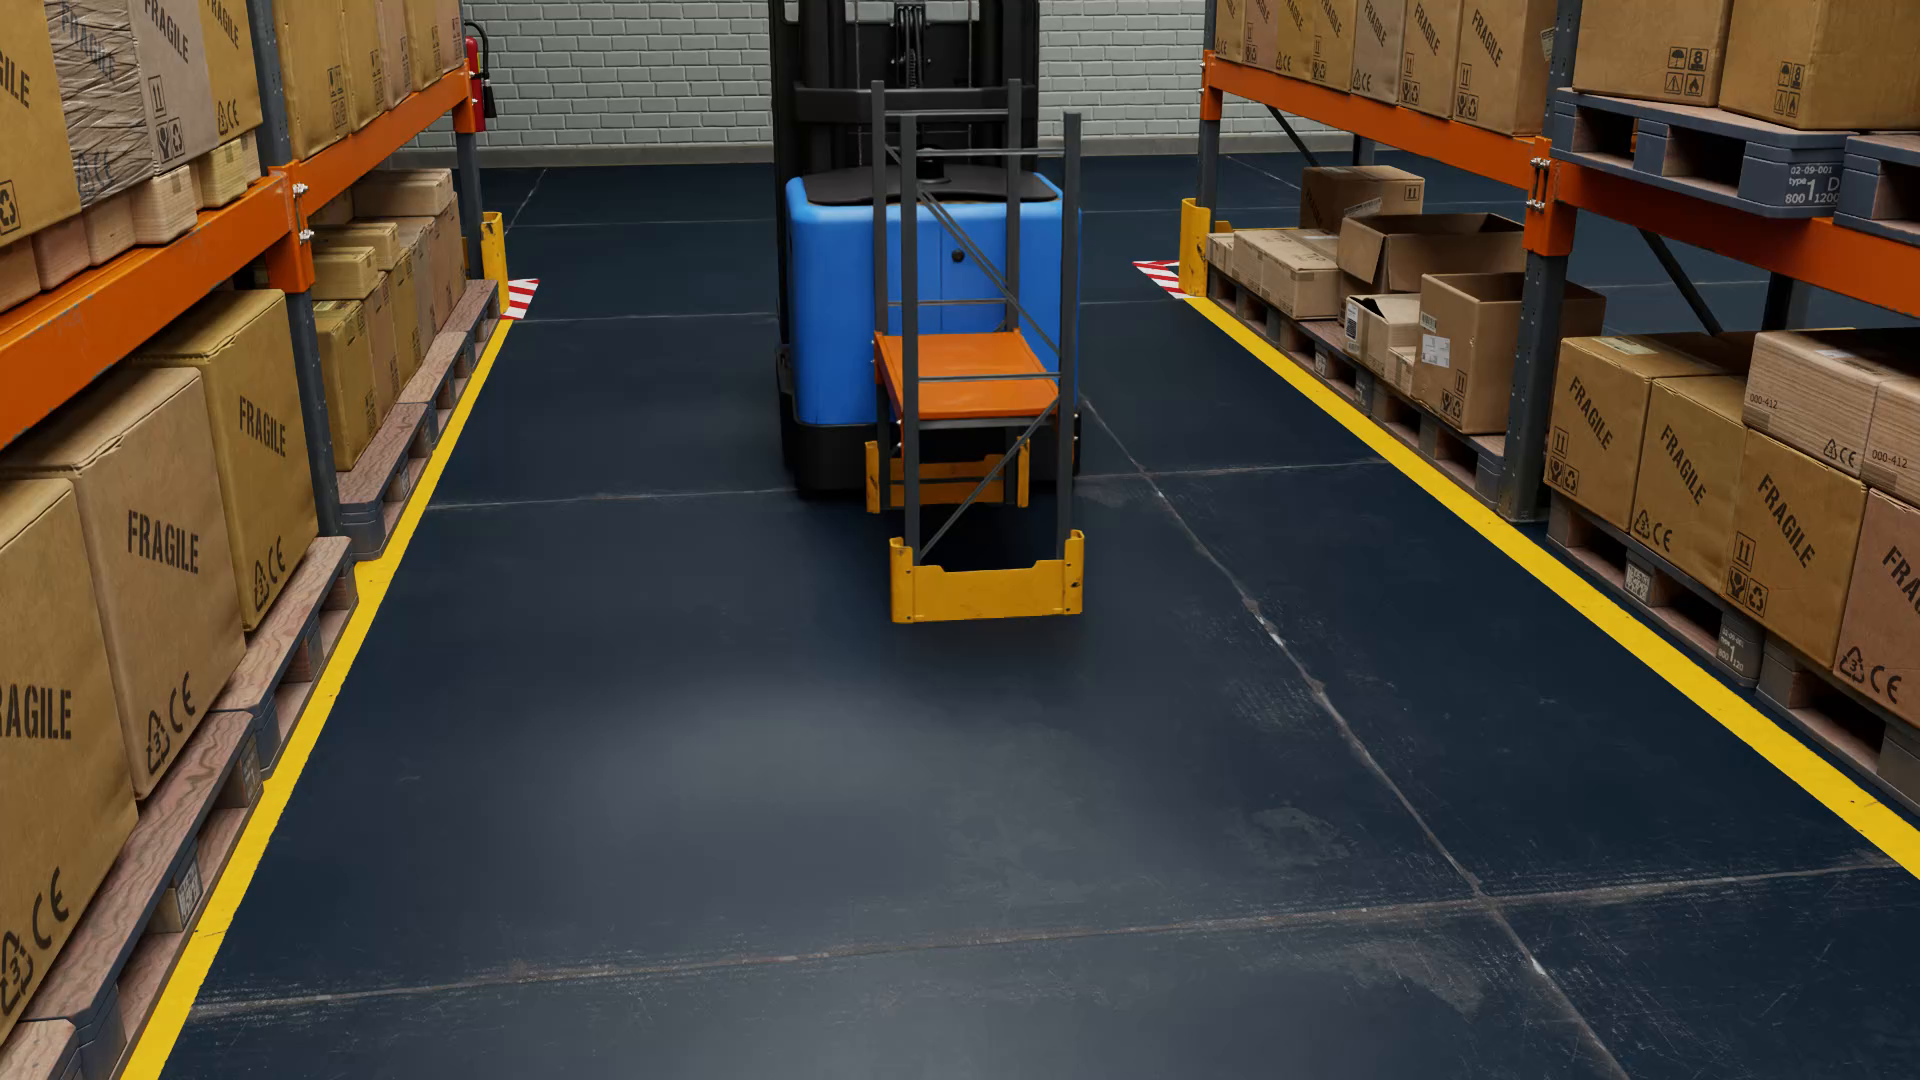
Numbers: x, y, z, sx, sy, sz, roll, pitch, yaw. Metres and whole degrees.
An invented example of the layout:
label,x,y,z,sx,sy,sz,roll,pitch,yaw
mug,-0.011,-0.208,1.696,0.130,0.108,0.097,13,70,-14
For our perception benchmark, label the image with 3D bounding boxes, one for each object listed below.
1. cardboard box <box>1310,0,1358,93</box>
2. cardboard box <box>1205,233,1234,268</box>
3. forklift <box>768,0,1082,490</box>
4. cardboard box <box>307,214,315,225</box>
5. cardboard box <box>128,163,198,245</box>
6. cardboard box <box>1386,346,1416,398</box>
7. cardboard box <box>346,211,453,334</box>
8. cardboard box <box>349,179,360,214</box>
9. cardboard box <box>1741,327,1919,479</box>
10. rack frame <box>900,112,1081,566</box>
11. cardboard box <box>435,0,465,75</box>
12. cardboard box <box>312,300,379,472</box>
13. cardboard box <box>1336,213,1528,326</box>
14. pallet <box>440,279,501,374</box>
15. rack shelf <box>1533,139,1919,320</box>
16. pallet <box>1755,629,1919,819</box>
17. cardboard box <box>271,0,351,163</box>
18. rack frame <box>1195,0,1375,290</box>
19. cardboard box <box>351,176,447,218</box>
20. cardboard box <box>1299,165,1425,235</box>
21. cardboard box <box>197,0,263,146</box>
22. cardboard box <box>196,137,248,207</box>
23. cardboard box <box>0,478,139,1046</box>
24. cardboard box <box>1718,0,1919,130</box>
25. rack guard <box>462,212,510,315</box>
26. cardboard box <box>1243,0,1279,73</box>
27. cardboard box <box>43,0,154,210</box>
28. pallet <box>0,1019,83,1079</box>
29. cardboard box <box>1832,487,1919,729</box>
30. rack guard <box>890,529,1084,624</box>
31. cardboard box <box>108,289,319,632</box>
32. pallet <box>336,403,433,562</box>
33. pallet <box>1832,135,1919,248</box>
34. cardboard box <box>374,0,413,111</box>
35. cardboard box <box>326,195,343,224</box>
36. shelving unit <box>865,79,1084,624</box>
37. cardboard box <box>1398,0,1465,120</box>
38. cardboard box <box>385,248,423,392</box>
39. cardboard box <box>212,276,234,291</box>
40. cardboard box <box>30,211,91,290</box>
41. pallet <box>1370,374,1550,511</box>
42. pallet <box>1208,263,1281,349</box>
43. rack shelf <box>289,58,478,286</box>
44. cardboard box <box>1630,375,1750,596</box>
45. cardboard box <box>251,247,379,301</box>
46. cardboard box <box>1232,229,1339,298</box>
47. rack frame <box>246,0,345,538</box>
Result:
label,x,y,z,sx,sy,sz,roll,pitch,yaw
cardboard box,1.871,-2.242,7.288,0.500,0.500,0.500,-3,21,-7
cardboard box,1.568,-1.595,9.146,0.380,0.149,0.250,-3,21,-8
forklift,-0.255,-2.031,6.964,1.130,2.935,3.031,-3,21,-7
cardboard box,-2.849,-1.235,6.781,0.380,0.149,0.250,-3,21,-9
cardboard box,-1.999,-0.773,3.830,0.380,0.149,0.250,-3,21,-8
cardboard box,1.949,-0.683,6.702,0.380,0.149,0.250,-3,21,-8
cardboard box,-2.781,-1.251,7.751,0.700,0.500,0.500,-3,21,-8
cardboard box,-2.995,-1.586,7.721,0.380,0.149,0.250,-3,21,-8
cardboard box,2.398,-0.363,4.272,0.500,0.250,0.500,-3,21,-8
rack frame,0.084,-0.467,4.824,0.500,1.500,0.032,-3,21,-7
cardboard box,-2.970,-2.600,7.963,0.980,0.700,0.700,-2,21,-5
cardboard box,-2.483,-0.541,5.850,0.700,0.500,0.500,-3,21,-7
cardboard box,2.149,-1.189,7.552,0.797,0.503,0.637,-3,21,-8
pallet,-2.861,-1.057,8.244,1.003,0.211,1.213,-3,21,-8
rack shelf,2.713,-0.473,3.723,1.077,0.370,4.000,-3,21,-8
pallet,2.759,0.507,4.057,1.003,0.211,1.213,-3,21,-8
cardboard box,-2.539,-1.580,5.231,0.980,0.700,0.700,-3,21,-7
rack frame,1.848,-2.887,9.159,1.000,3.000,0.127,-3,21,-8
cardboard box,-2.617,-1.605,7.770,0.380,0.149,0.250,-2,21,-6
cardboard box,2.170,-1.746,9.049,0.500,0.500,0.500,-3,21,-8
cardboard box,-2.161,-1.299,4.312,0.500,0.500,0.500,-3,21,-9
cardboard box,-2.088,-0.954,4.313,0.380,0.149,0.250,-3,21,-7
cardboard box,-1.996,0.379,2.886,0.750,0.750,0.750,-3,21,-8
cardboard box,2.434,-1.336,4.262,0.700,0.500,0.500,0,20,1
rack guard,-3.057,-1.473,8.946,1.175,0.500,0.348,-3,21,-8
cardboard box,1.731,-2.589,8.217,0.500,0.500,0.500,-3,21,-8
cardboard box,-2.013,-0.949,3.373,0.500,0.500,0.500,-3,21,-8
pallet,-1.939,1.163,2.299,1.003,0.211,1.213,-3,21,-8
cardboard box,2.478,0.175,3.904,0.500,0.500,0.500,-4,21,-10
rack guard,0.082,0.111,5.061,0.587,0.250,0.087,-3,21,-7
cardboard box,-2.254,-0.222,4.496,0.750,0.750,0.750,-3,21,-7
pallet,-2.509,-0.212,5.982,1.003,0.211,1.213,-3,21,-8
pallet,2.716,-0.700,3.579,1.003,0.211,1.213,-3,21,-8
cardboard box,-2.753,-2.085,6.582,0.980,0.700,0.700,-4,21,-10
cardboard box,-2.922,-1.411,7.253,0.380,0.149,0.250,-3,21,-7
shelving unit,0.019,-0.647,5.305,0.587,1.500,1.083,-3,21,-7
cardboard box,2.023,-1.888,6.340,0.500,0.500,0.500,-2,21,-6
cardboard box,-2.624,-0.893,6.792,0.700,0.500,0.500,-2,21,-6
cardboard box,-2.659,-0.785,5.575,0.380,0.149,0.250,-3,21,-8
cardboard box,-2.008,-0.598,3.360,0.380,0.149,0.250,-3,21,-9
pallet,2.327,-0.434,6.576,1.003,0.211,1.213,-3,21,-8
pallet,1.975,-1.278,8.838,1.003,0.211,1.213,-3,21,-8
rack shelf,-2.765,-1.606,6.758,1.077,0.370,4.000,-3,21,-8
cardboard box,2.341,-0.173,4.837,0.500,0.500,0.500,-3,21,-7
cardboard box,-2.352,-0.973,6.078,0.380,0.149,0.250,-2,21,-6
cardboard box,1.718,-1.429,8.557,0.500,0.250,0.500,-3,21,-8
rack frame,-2.477,-1.251,4.779,1.000,3.000,0.127,-3,21,-8
